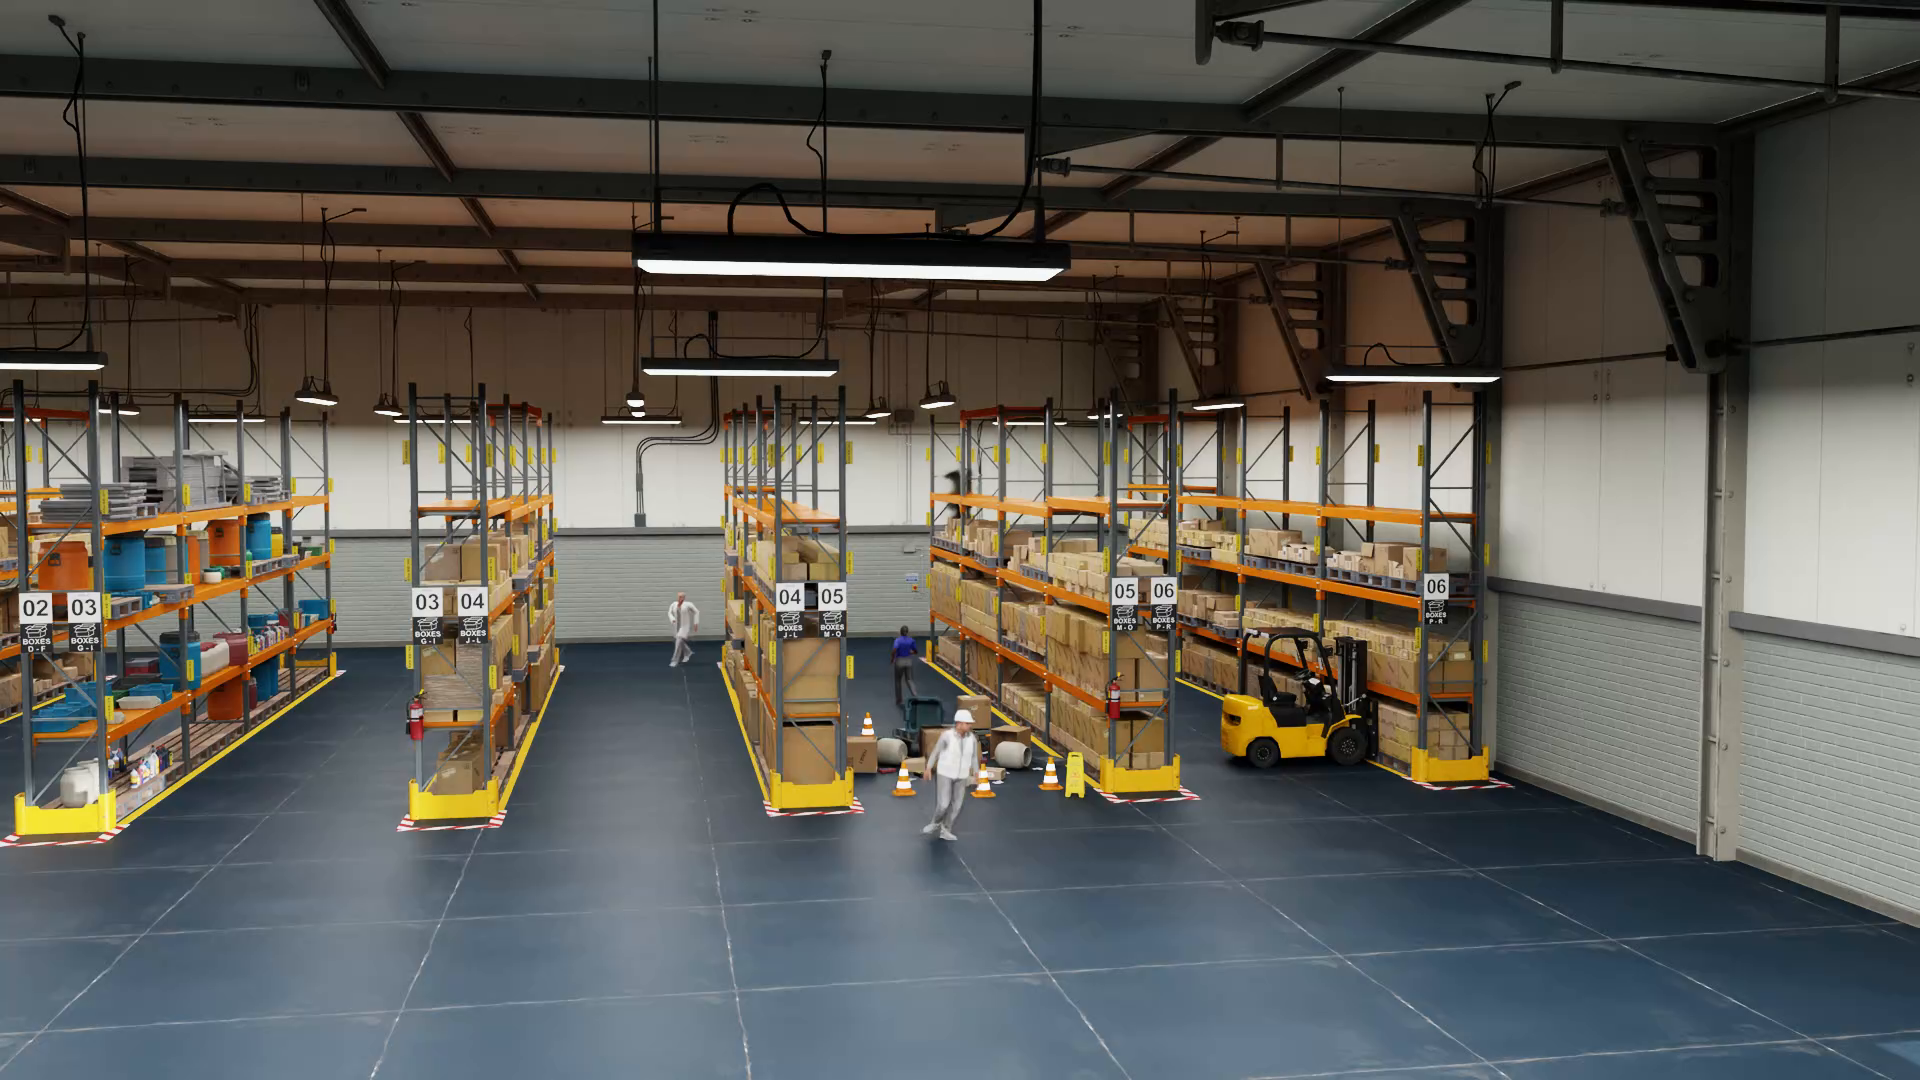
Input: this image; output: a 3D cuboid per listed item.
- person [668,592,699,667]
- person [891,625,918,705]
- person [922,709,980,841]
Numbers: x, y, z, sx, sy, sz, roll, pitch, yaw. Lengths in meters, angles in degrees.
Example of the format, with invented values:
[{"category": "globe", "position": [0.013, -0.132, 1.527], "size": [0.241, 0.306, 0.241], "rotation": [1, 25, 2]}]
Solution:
[{"category": "person", "position": [-6.595, 2.114, 39.743], "size": [0.703, 1.769, 0.966], "rotation": [1, 3, 26]}, {"category": "person", "position": [-1.120, 2.500, 33.124], "size": [0.591, 1.621, 0.866], "rotation": [-1, 3, -20]}, {"category": "person", "position": [-0.098, 3.047, 21.564], "size": [0.692, 1.732, 0.602], "rotation": [-1, 3, -26]}]
